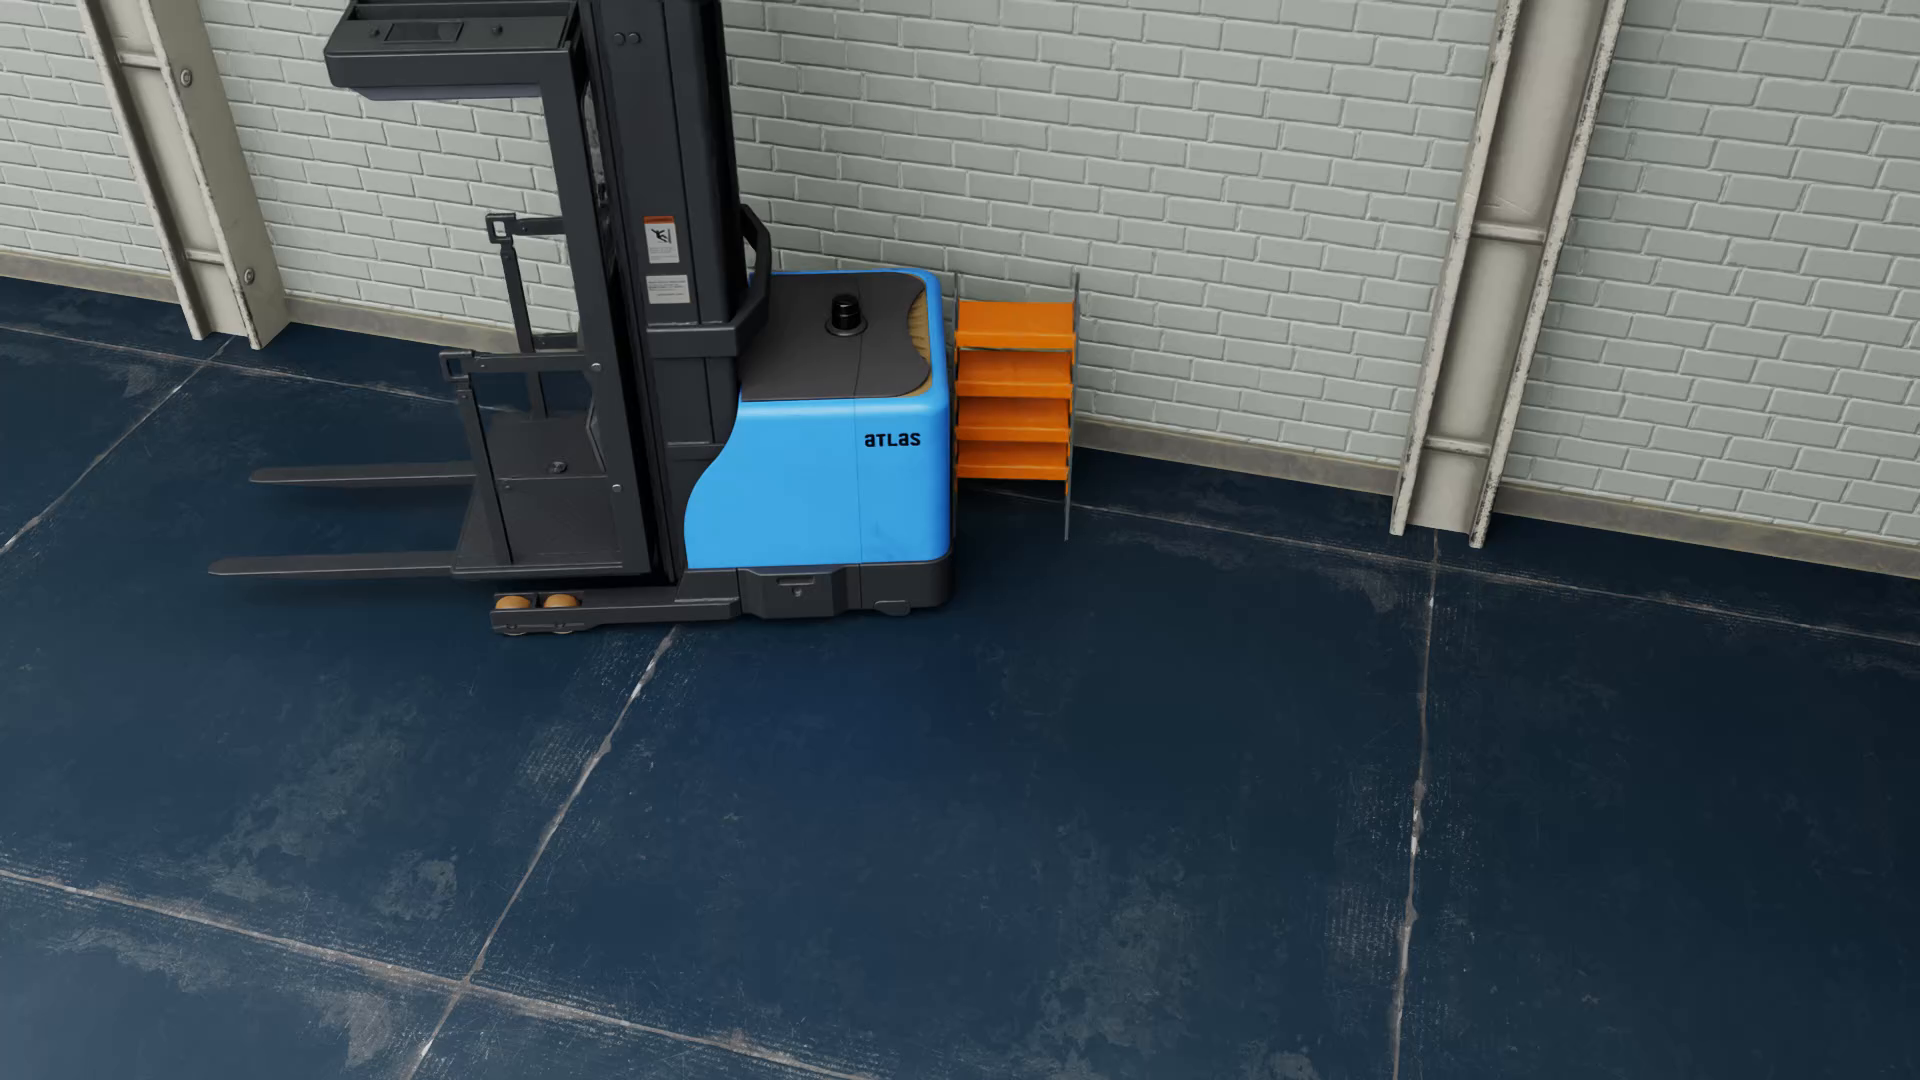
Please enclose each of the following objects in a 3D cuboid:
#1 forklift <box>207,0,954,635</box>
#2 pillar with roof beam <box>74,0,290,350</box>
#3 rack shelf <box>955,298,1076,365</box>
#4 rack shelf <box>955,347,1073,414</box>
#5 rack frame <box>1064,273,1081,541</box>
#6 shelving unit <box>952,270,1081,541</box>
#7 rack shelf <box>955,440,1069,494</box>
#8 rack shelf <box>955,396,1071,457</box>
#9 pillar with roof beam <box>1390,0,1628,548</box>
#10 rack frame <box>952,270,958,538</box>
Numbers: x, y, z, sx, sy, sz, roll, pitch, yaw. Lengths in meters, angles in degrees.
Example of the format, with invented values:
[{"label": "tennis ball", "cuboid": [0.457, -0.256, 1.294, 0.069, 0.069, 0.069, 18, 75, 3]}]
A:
[{"label": "forklift", "cuboid": [-1.561, -1.083, 6.261, 3.031, 2.935, 1.130, -2, 40, -2]}, {"label": "pillar with roof beam", "cuboid": [-4.795, -1.860, 2.467, 0.400, 9.000, 9.100, 10, 41, 11]}, {"label": "rack shelf", "cuboid": [0.223, -0.840, 6.707, 0.480, 0.148, 0.258, 1, 40, 2]}, {"label": "rack shelf", "cuboid": [0.223, -0.659, 6.859, 0.480, 0.148, 0.258, 1, 40, 2]}, {"label": "rack frame", "cuboid": [0.467, -0.533, 6.952, 0.015, 1.200, 0.240, 1, 40, 2]}, {"label": "shelving unit", "cuboid": [0.223, -0.540, 6.959, 0.503, 1.200, 0.258, 1, 40, 2]}, {"label": "rack shelf", "cuboid": [0.223, -0.336, 7.130, 0.480, 0.148, 0.258, 1, 40, 2]}, {"label": "rack shelf", "cuboid": [0.223, -0.488, 7.003, 0.480, 0.148, 0.258, 1, 40, 2]}, {"label": "pillar with roof beam", "cuboid": [1.001, -0.862, 1.280, 0.400, 9.000, 9.100, 10, 41, 11]}, {"label": "rack frame", "cuboid": [-0.021, -0.546, 6.967, 0.015, 1.200, 0.240, 1, 40, 2]}]
